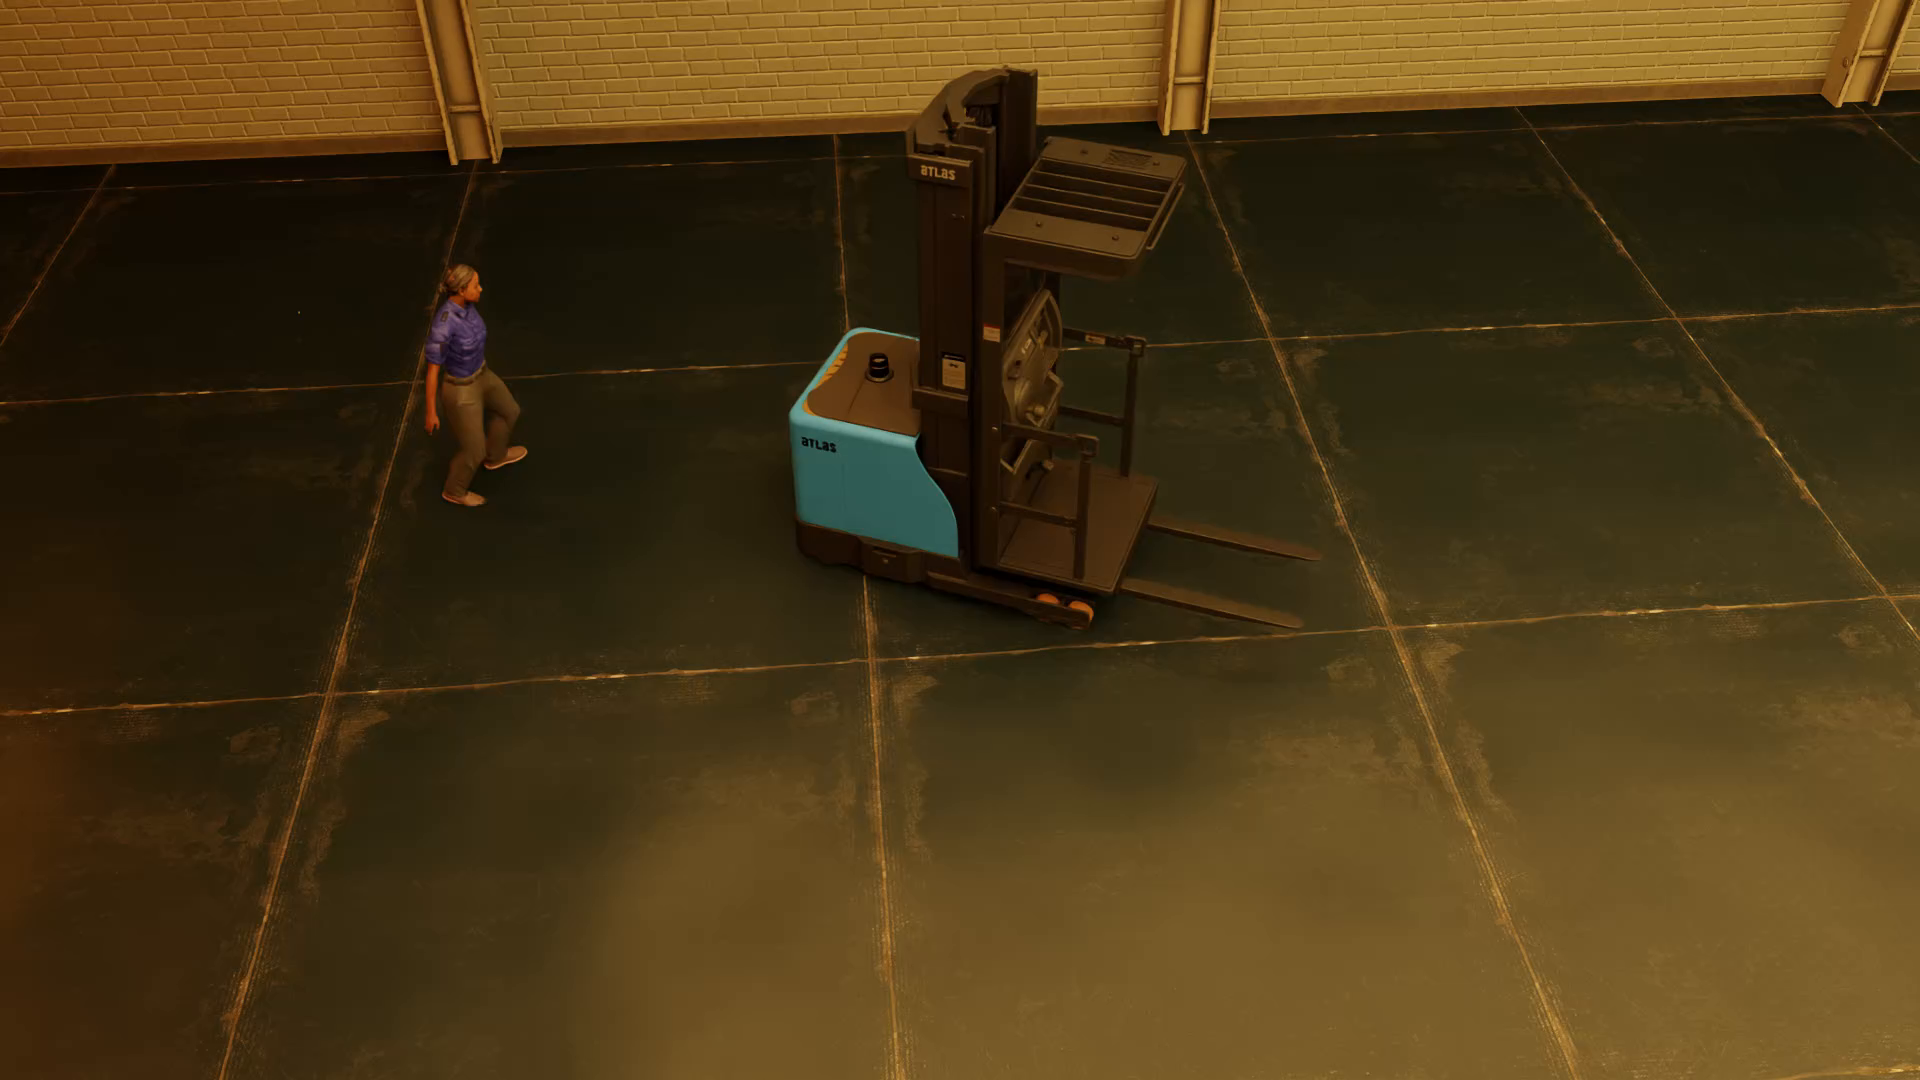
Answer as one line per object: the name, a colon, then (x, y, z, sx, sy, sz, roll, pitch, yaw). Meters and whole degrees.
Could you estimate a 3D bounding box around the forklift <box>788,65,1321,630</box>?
forklift: (0.583, -0.988, 9.093, 3.031, 2.935, 1.130, 13, 42, 15)

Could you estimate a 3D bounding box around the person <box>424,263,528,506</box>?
person: (-3.018, -0.923, 10.086, 0.426, 1.624, 0.813, 8, 41, 9)
